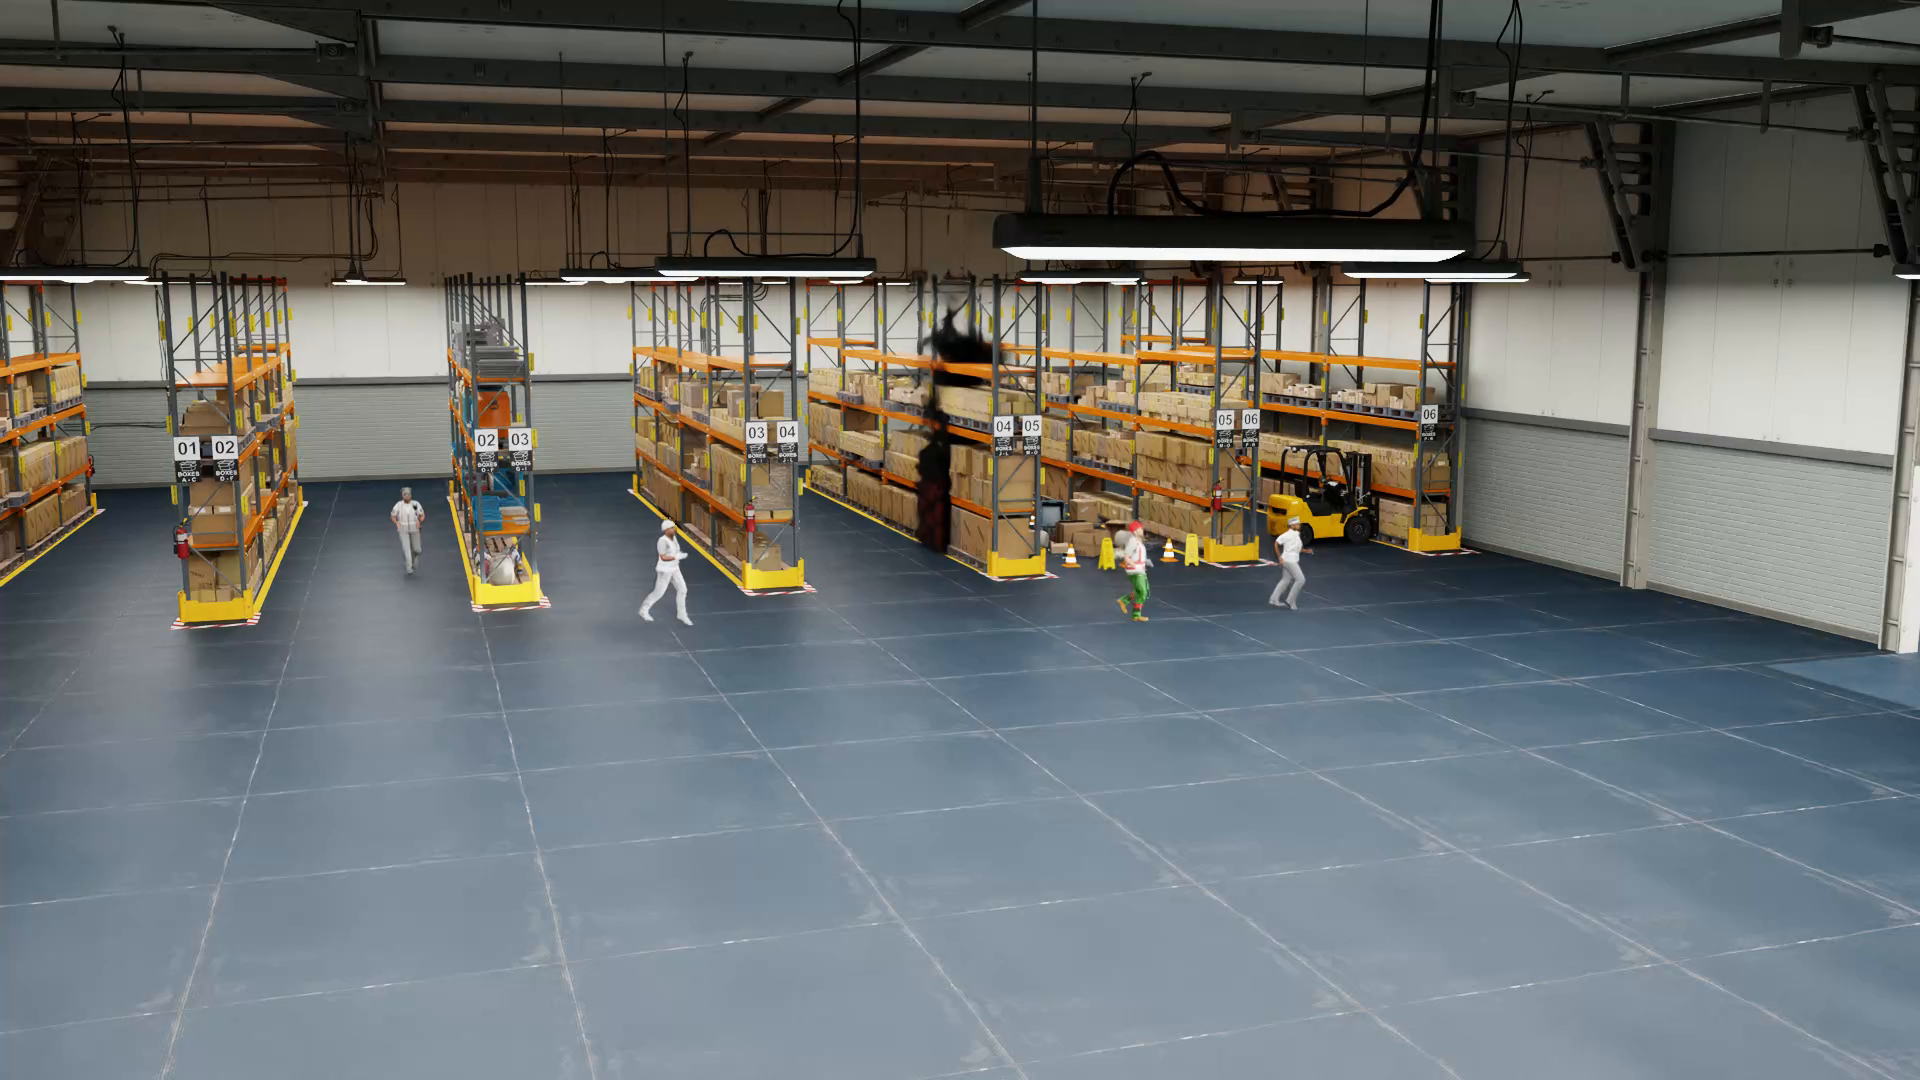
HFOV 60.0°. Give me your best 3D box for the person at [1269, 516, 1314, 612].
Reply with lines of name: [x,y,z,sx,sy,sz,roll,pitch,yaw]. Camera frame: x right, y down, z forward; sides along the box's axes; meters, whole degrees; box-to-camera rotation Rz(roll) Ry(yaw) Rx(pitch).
person: [5.926,0.423,29.750,0.802,1.724,0.537,4,9,25]

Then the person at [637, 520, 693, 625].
person: [-5.056,0.557,28.510,0.928,1.832,0.695,2,9,15]

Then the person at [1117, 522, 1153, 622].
person: [2.997,0.544,28.712,0.612,1.742,0.643,3,9,20]

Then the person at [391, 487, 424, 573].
person: [-11.192,-0.215,33.742,0.661,1.731,0.629,-4,9,-22]

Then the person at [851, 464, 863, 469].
person: [-3.138,-2.638,49.822,0.857,1.718,0.666,7,11,39]
